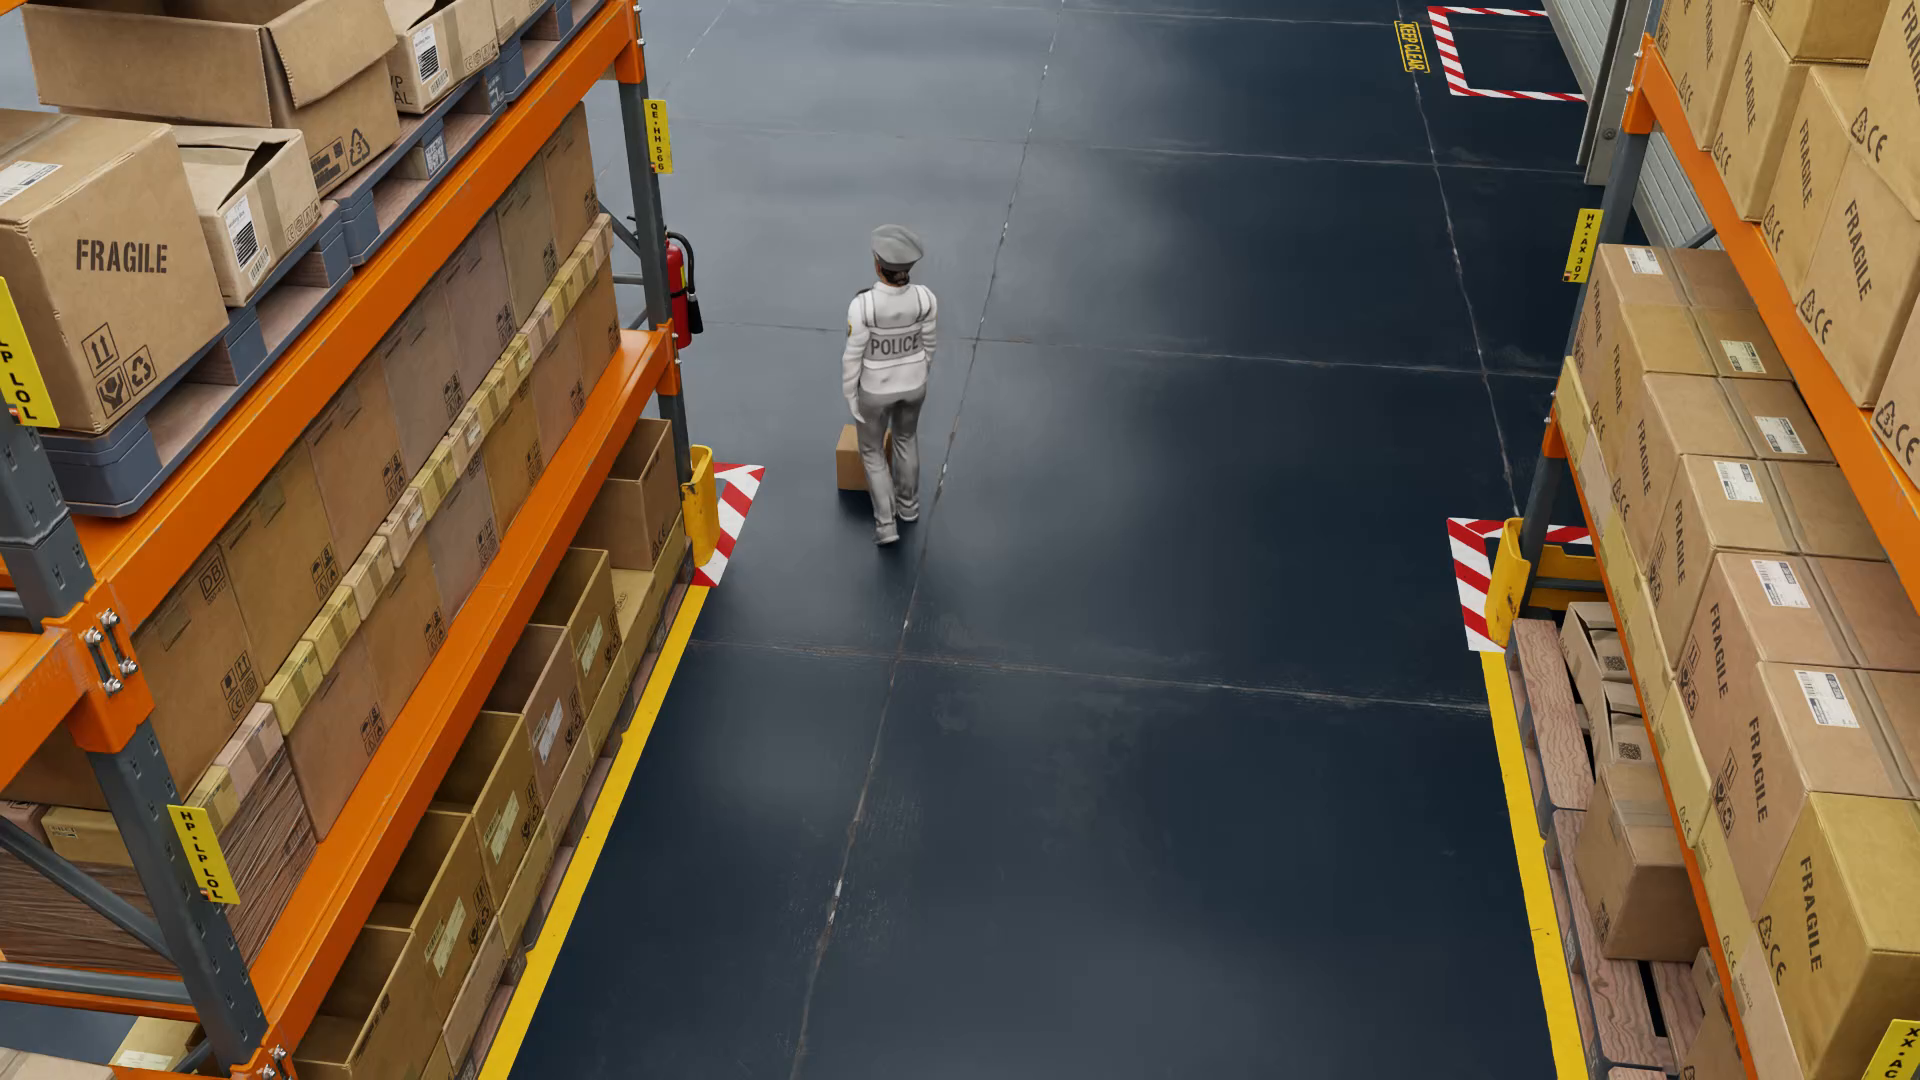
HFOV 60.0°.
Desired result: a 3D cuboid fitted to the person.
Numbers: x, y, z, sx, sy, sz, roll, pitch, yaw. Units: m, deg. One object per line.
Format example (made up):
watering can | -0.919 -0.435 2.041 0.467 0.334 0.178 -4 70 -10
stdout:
person | -0.355 -0.724 8.091 0.481 1.761 0.484 -13 38 -17
